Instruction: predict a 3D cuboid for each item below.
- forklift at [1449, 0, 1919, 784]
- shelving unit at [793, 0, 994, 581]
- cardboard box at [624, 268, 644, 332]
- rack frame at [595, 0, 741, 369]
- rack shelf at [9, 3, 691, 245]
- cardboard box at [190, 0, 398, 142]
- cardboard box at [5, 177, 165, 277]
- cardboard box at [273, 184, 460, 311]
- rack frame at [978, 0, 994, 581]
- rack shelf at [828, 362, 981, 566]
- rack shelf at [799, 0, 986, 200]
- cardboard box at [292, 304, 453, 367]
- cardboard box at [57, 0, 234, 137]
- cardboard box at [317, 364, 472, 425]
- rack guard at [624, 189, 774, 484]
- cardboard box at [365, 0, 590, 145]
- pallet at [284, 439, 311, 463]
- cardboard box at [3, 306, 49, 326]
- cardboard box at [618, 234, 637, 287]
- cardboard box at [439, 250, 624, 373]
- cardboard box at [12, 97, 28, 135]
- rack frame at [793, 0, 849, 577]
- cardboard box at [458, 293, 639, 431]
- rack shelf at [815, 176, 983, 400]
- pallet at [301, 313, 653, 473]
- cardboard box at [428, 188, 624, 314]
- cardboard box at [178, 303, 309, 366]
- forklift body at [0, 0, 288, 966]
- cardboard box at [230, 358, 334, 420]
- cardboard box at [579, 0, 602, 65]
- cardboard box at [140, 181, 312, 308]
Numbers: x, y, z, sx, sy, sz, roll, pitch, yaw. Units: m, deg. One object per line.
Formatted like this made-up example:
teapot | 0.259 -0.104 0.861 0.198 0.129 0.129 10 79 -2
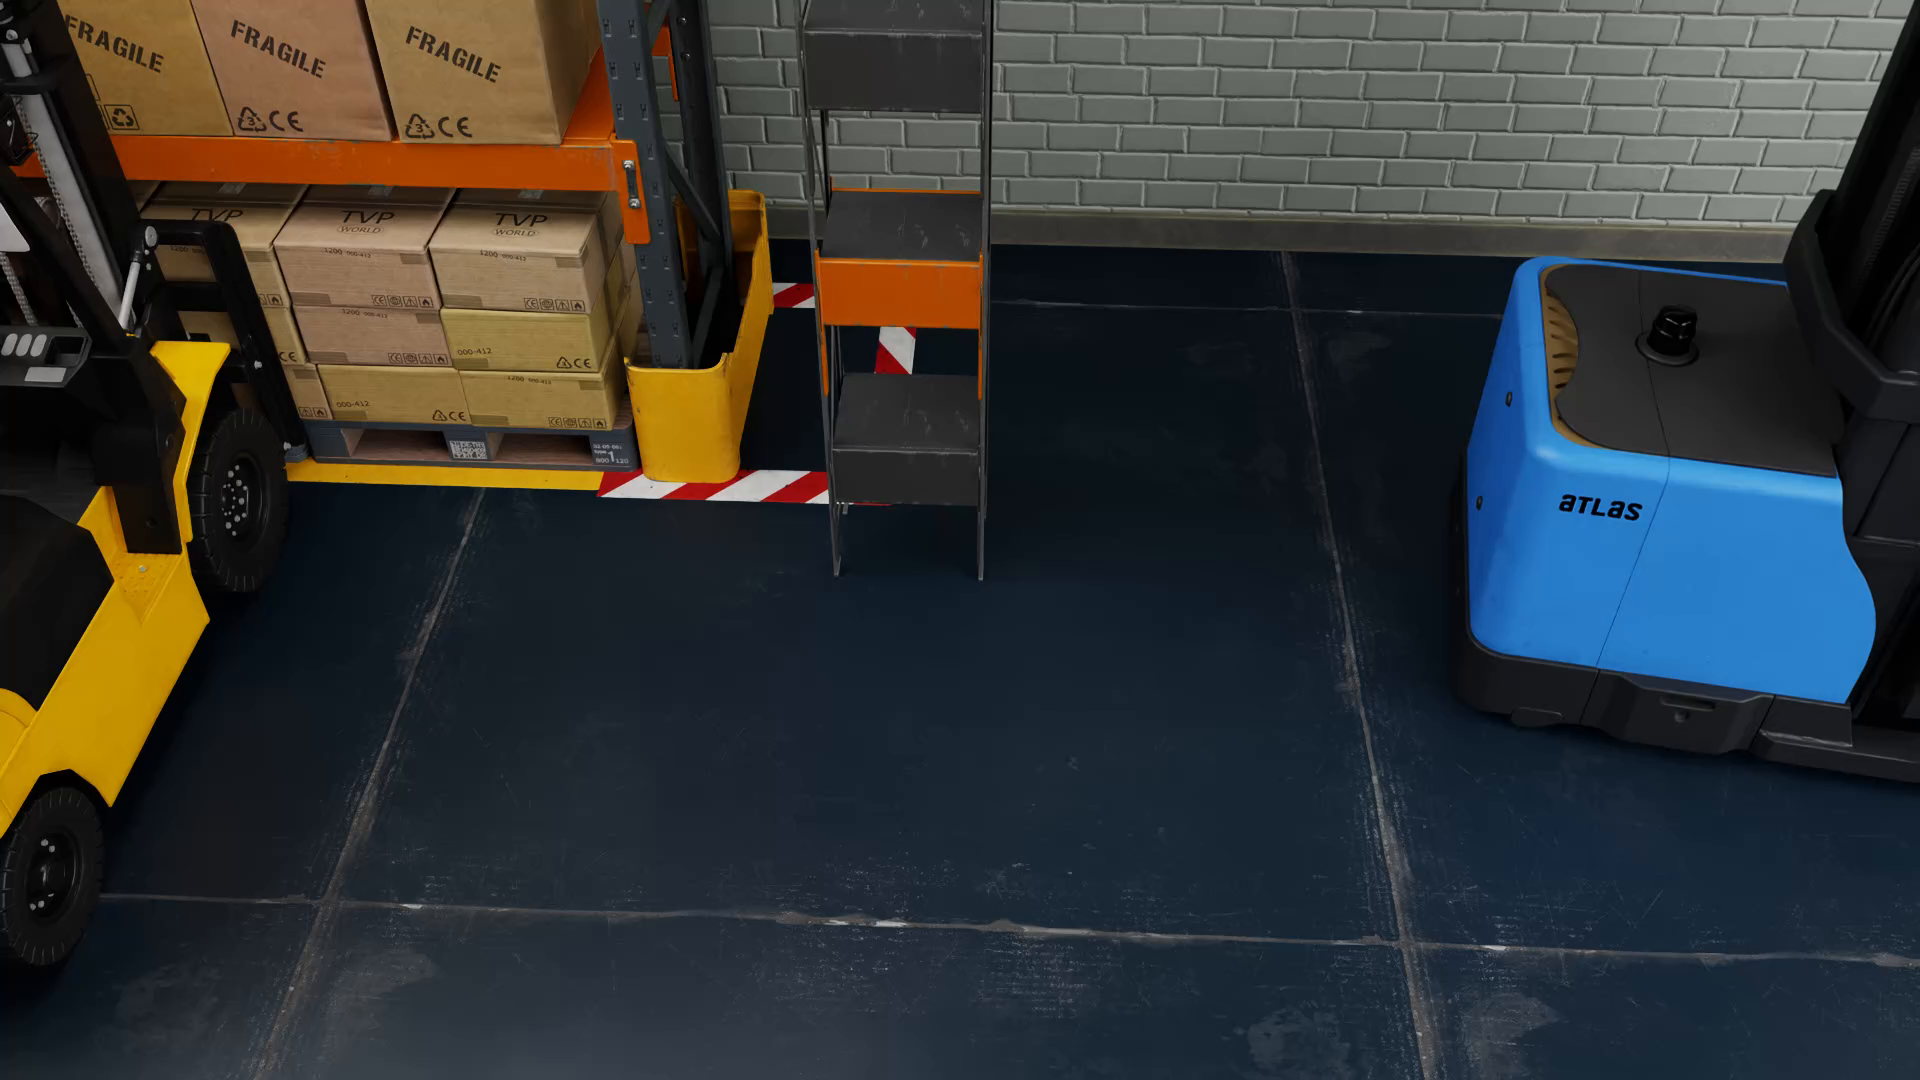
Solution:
forklift | 3.094 -0.650 4.297 3.031 2.935 1.130 8 44 9
shelving unit | -0.165 -0.773 5.040 0.503 2.100 0.431 2 43 2
cardboard box | -1.458 -0.998 6.330 0.500 0.250 0.500 2 43 2
rack frame | -0.976 -1.703 5.377 0.127 3.000 1.000 2 43 2
rack shelf | -2.974 -1.501 5.688 4.000 0.370 1.077 2 43 2
cardboard box | -1.998 -1.598 5.191 0.500 0.500 0.500 3 43 3
cardboard box | -2.971 -1.059 5.662 0.500 0.250 0.500 1 43 1
cardboard box | -1.961 -1.030 5.630 0.500 0.250 0.500 2 43 3
rack frame | 0.079 -0.766 5.032 0.015 2.100 0.400 2 43 2
rack shelf | -0.165 -0.251 5.526 0.480 0.518 0.431 2 43 2
rack shelf | -0.165 -1.276 4.572 0.480 0.518 0.431 2 43 2
cardboard box | -1.977 -0.858 5.813 0.500 0.250 0.500 1 43 1
cardboard box | -2.510 -1.613 5.208 0.500 0.500 0.500 1 43 1
cardboard box | -1.956 -0.671 5.979 0.500 0.250 0.500 2 43 2
rack guard | -0.952 -0.787 6.228 0.348 0.500 1.175 2 43 2
cardboard box | -1.480 -1.576 5.167 0.500 0.500 0.500 1 43 1
pallet | -2.958 -0.717 6.364 1.213 0.211 1.003 2 43 2
cardboard box | -2.994 -0.877 5.834 0.500 0.250 0.500 2 43 2
cardboard box | -1.437 -1.189 6.168 0.500 0.250 0.500 2 43 3
cardboard box | -1.477 -0.835 5.788 0.500 0.250 0.500 1 43 1
cardboard box | -3.012 -1.621 5.216 0.500 0.500 0.500 2 43 2
rack frame | -0.409 -0.781 5.048 0.015 2.100 0.400 2 43 2
cardboard box | -1.460 -0.650 5.956 0.500 0.250 0.500 2 43 2
rack shelf | -0.165 -0.763 5.049 0.480 0.518 0.431 2 43 2
pallet | -1.742 -0.677 6.322 1.213 0.211 1.003 2 43 2
cardboard box | -1.451 -1.018 5.618 0.500 0.250 0.500 3 43 3
cardboard box | -2.494 -0.860 5.814 0.500 0.250 0.500 1 43 1
forklift body | -2.953 -0.208 4.395 1.214 2.155 2.313 2 43 2
cardboard box | -2.456 -0.693 6.002 0.500 0.250 0.500 2 43 2
cardboard box | -1.459 -1.944 5.562 0.500 0.500 0.500 3 43 3
cardboard box | -2.465 -1.038 5.640 0.500 0.250 0.500 2 43 2
